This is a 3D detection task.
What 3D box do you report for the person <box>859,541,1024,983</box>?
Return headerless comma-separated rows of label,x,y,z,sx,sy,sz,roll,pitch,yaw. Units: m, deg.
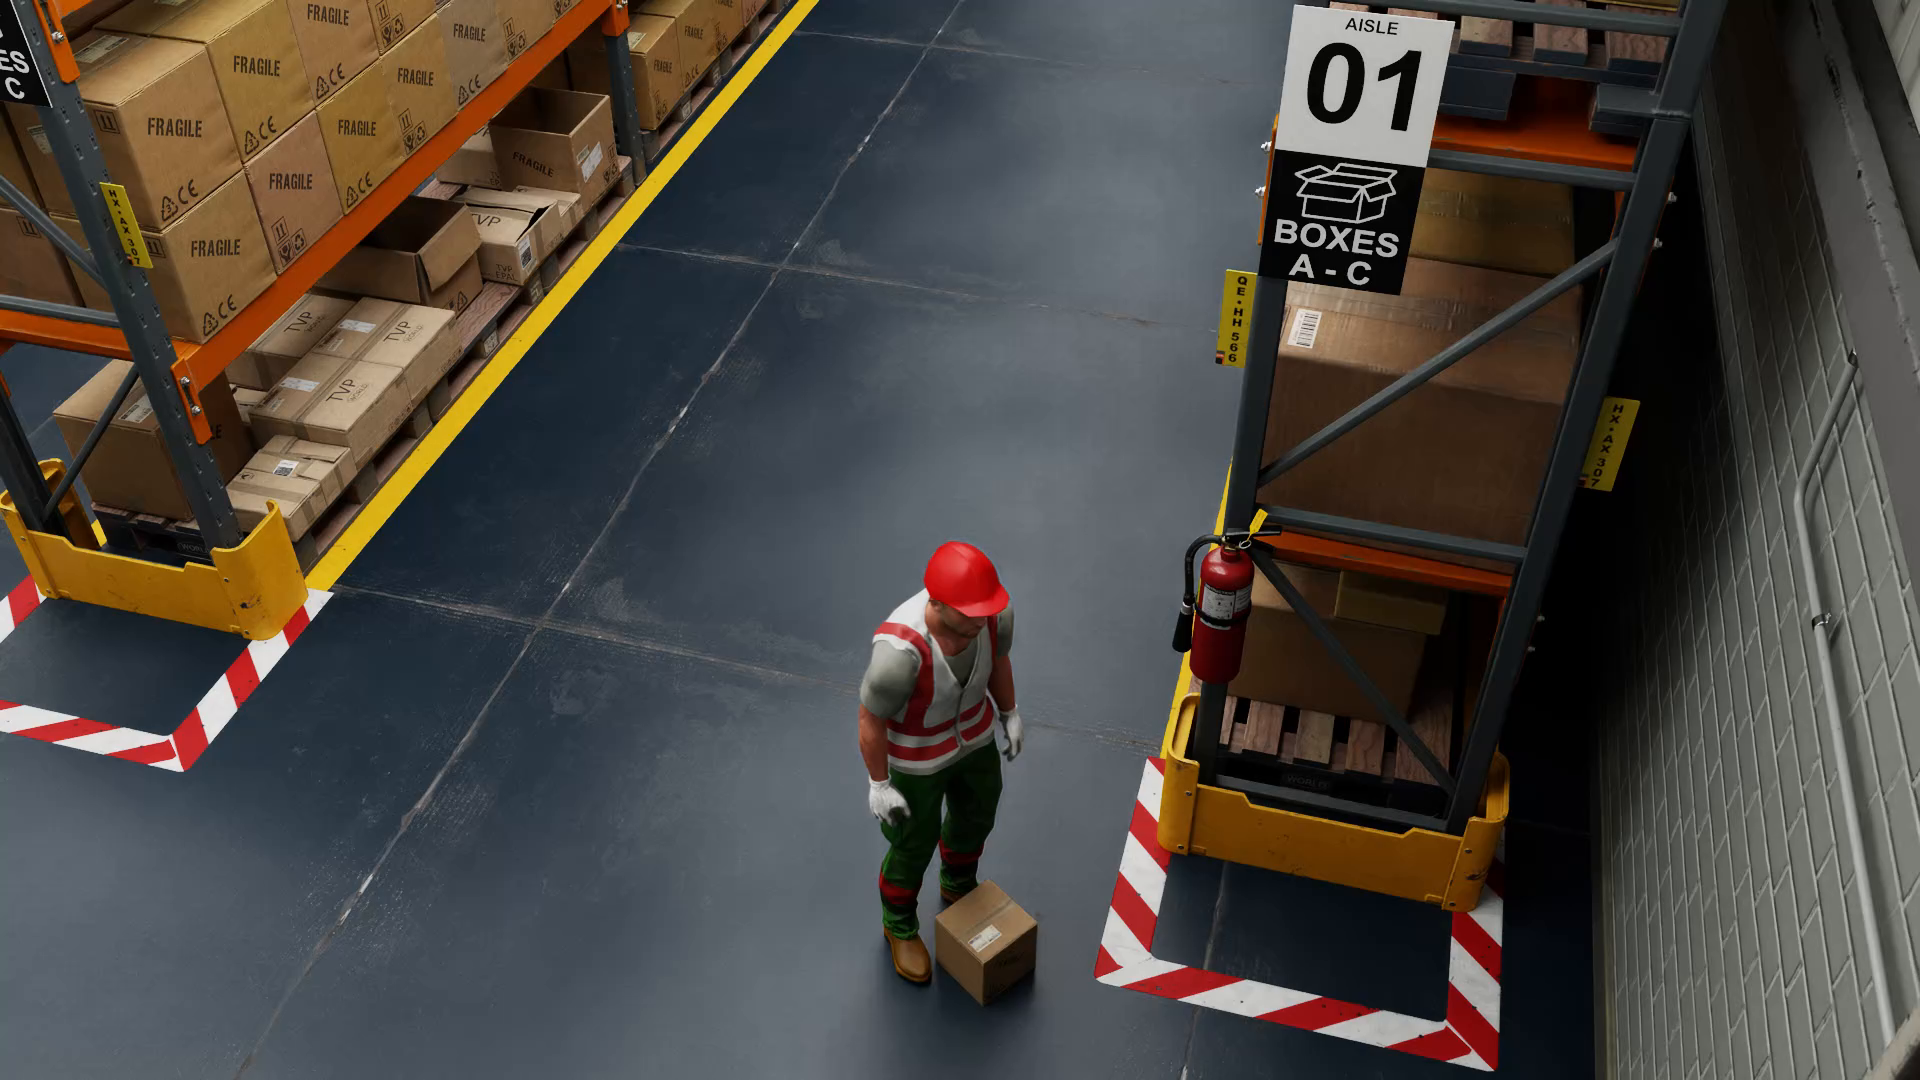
person,-0.047,0.684,5.349,0.607,1.779,0.452,-26,47,-27
